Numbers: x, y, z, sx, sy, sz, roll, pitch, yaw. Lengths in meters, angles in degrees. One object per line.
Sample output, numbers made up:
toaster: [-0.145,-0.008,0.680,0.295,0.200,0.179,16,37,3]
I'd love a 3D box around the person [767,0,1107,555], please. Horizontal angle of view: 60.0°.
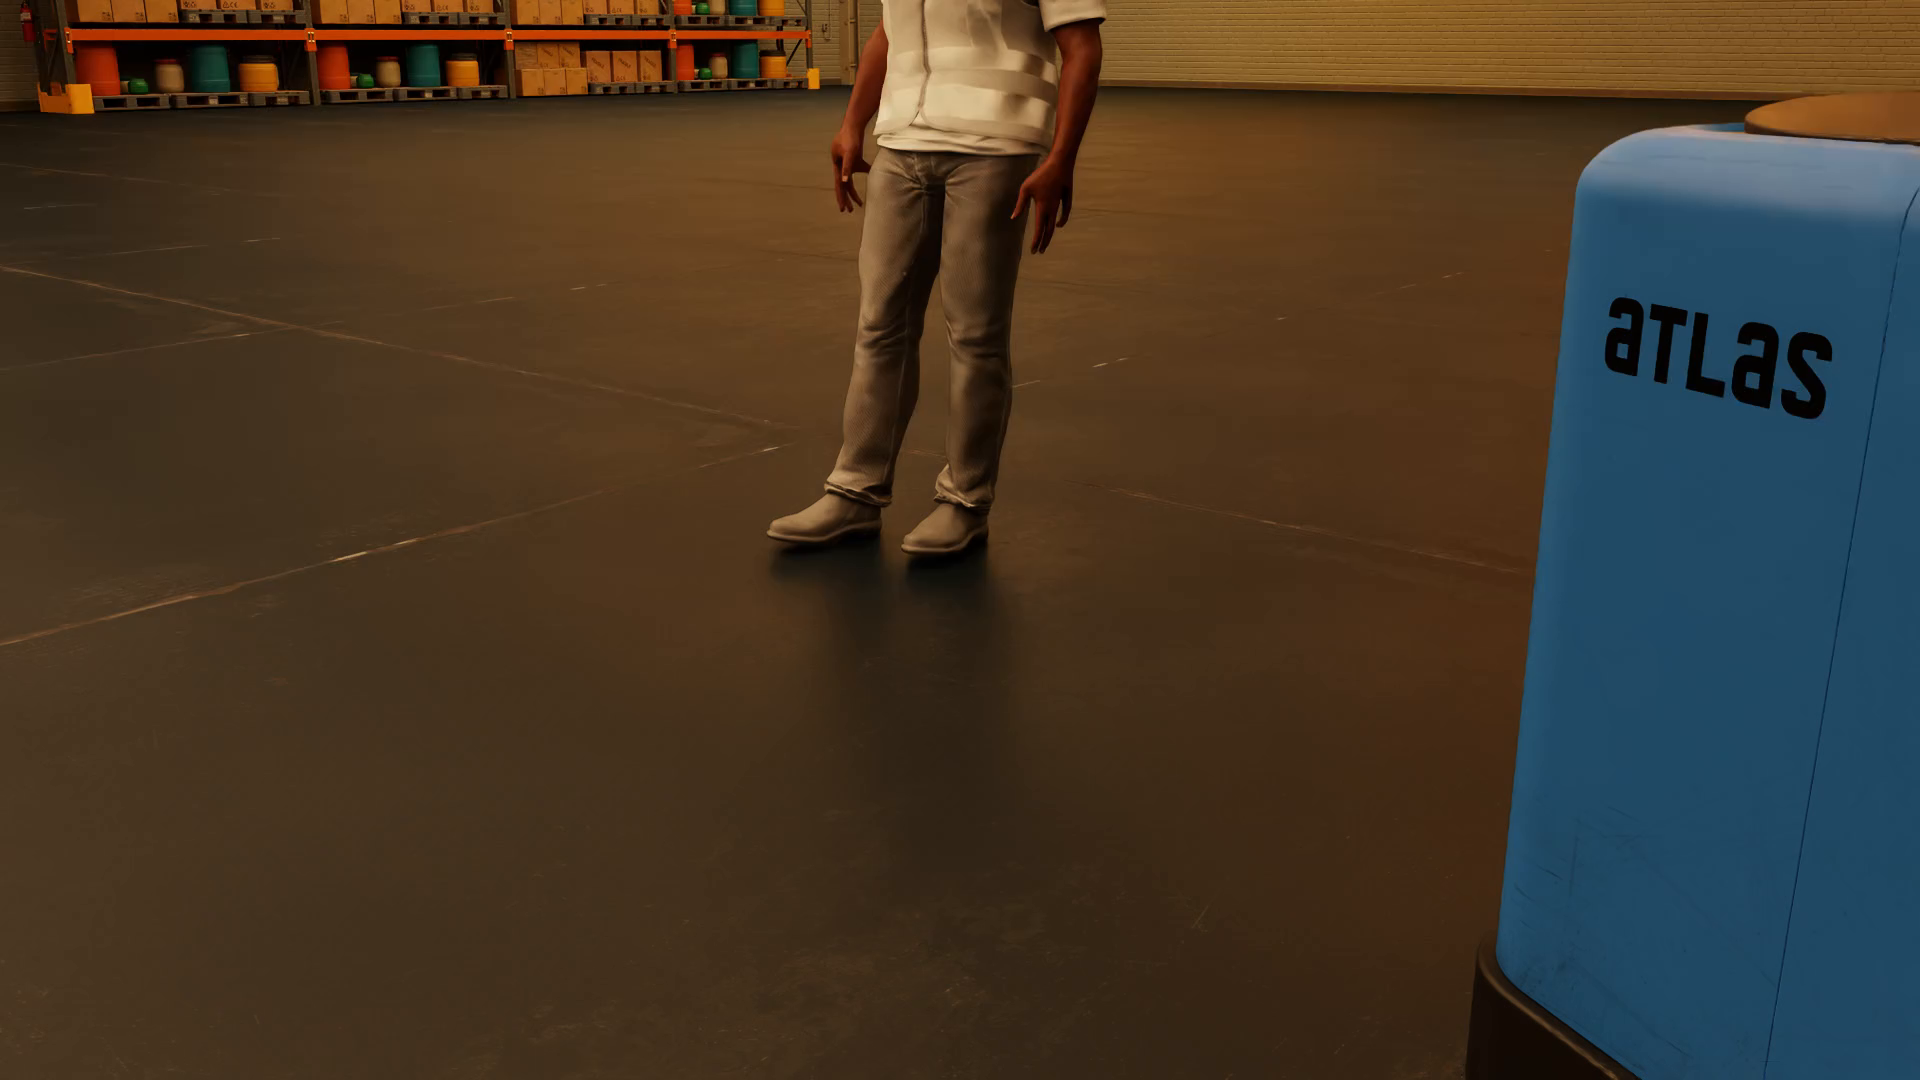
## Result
person: [-0.049,-0.838,3.636,0.666,1.765,0.577,13,21,37]
